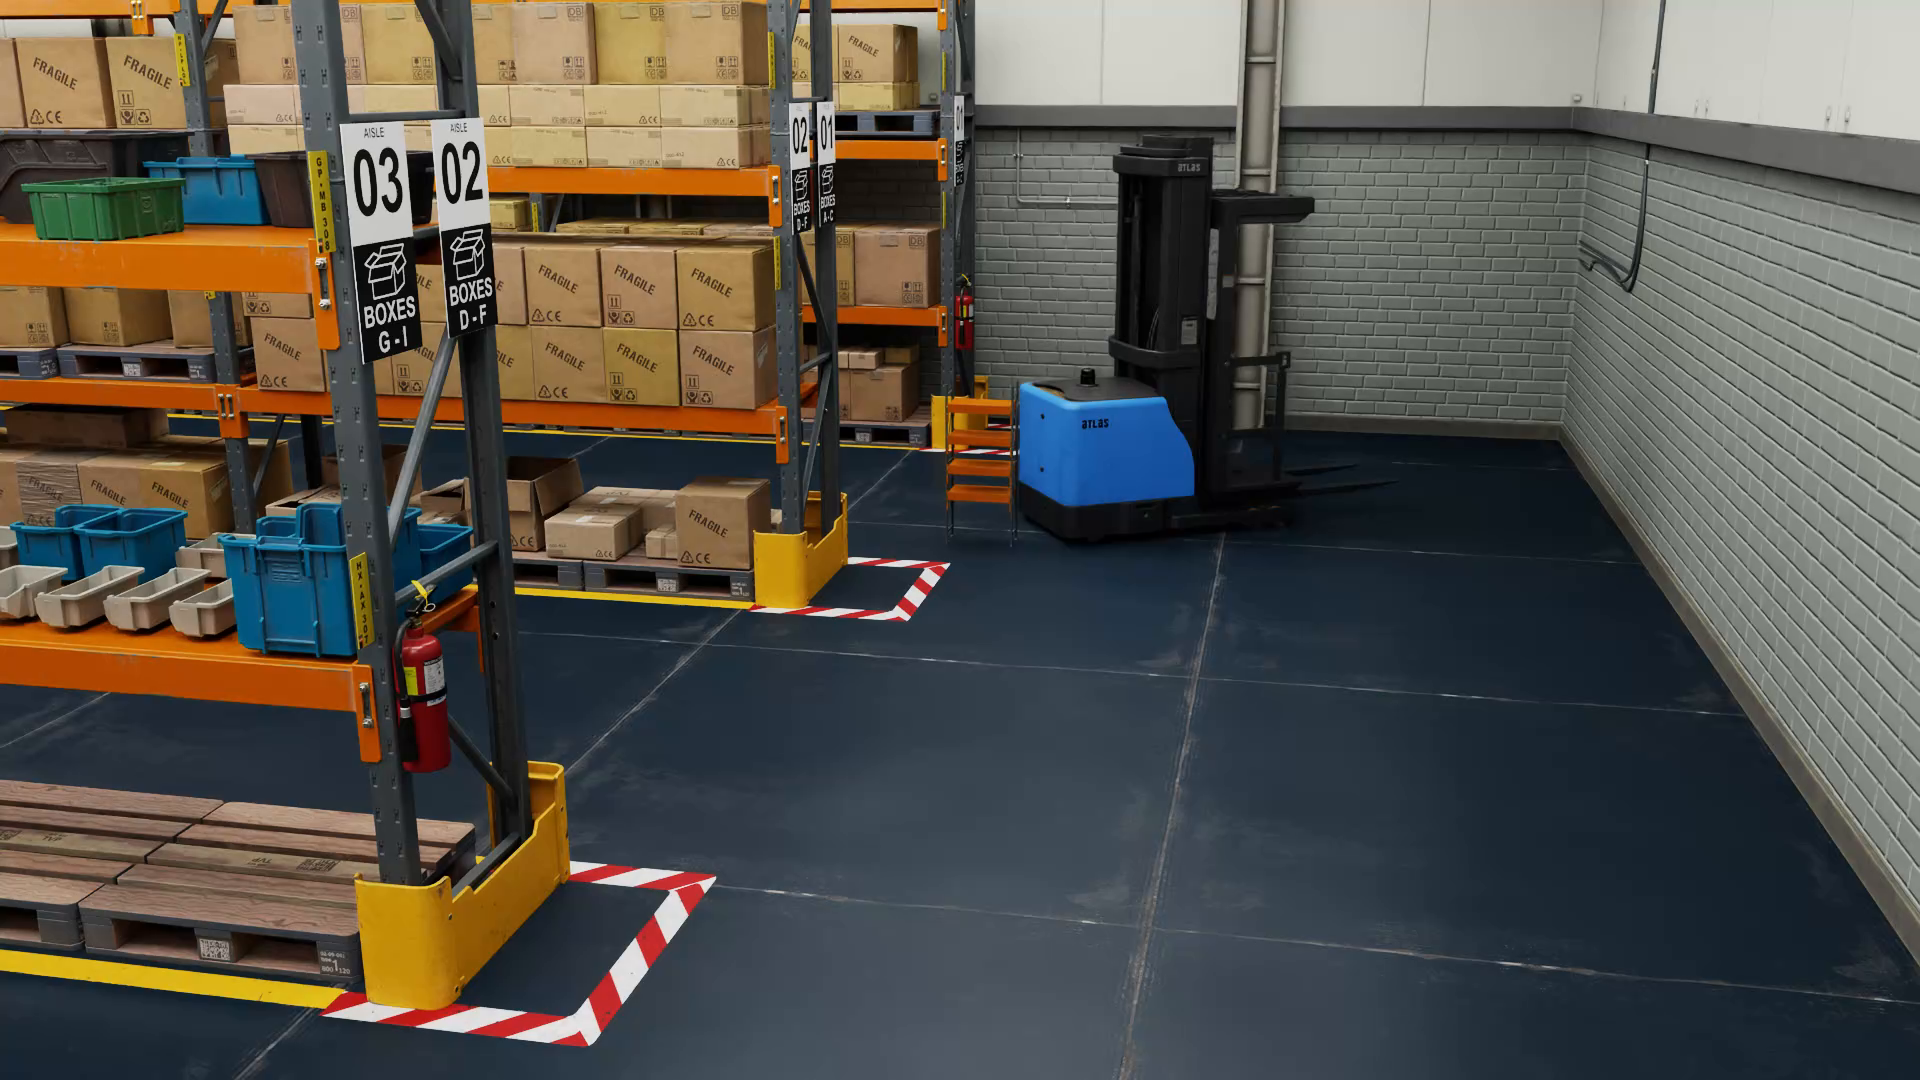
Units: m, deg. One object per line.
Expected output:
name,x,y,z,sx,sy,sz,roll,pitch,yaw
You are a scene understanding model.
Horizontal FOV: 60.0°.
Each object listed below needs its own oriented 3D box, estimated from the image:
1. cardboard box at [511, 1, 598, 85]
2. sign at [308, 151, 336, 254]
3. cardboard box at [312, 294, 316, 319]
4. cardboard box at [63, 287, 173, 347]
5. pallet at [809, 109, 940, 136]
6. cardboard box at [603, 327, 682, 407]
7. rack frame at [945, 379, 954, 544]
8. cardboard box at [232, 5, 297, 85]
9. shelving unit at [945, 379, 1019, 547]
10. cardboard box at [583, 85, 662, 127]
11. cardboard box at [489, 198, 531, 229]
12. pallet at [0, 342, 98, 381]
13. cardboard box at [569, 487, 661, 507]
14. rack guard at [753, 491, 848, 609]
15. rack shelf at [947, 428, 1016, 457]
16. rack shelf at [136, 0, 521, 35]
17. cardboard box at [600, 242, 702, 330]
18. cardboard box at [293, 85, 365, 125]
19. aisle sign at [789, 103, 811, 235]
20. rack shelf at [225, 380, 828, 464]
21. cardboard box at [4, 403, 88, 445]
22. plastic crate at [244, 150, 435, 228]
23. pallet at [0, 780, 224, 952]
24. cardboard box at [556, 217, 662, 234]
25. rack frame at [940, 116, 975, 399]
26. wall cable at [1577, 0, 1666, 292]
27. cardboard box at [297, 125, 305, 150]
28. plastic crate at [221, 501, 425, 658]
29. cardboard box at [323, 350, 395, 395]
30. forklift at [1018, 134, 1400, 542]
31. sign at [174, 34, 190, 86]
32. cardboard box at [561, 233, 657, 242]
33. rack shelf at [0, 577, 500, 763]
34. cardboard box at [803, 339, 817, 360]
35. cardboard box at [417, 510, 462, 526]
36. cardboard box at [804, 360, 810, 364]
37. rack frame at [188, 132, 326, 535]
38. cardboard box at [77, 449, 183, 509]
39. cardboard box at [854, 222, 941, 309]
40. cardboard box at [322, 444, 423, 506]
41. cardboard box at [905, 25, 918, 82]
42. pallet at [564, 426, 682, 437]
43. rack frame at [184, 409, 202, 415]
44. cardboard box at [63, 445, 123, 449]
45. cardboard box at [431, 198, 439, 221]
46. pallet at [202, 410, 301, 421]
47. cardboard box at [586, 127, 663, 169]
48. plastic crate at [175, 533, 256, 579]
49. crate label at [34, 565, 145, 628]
cardboard box,-2.491,-3.195,10.728,0.500,0.500,0.700,3,16,11
sign,-2.084,-1.104,5.435,0.005,0.325,0.100,3,16,11
cardboard box,-4.008,-1.766,11.187,0.500,0.500,0.500,3,16,9
cardboard box,-6.026,-1.716,12.094,0.500,0.500,0.700,6,16,20
pallet,-0.746,-3.885,15.444,1.213,0.211,1.003,3,16,11
cardboard box,-2.002,-1.176,10.933,0.500,0.500,0.500,3,16,12
rack frame,-0.077,-0.582,12.347,0.015,1.200,0.240,3,16,11
cardboard box,-4.436,-3.321,11.184,0.500,0.500,0.700,3,16,11
shelving unit,0.162,-0.569,12.300,0.503,1.200,0.258,3,16,11
cardboard box,-2.044,-2.750,10.527,0.500,0.250,0.500,3,16,11
cardboard box,-4.445,-3.178,16.160,0.500,0.250,0.500,4,16,12
pallet,-6.933,-1.380,12.214,1.213,0.211,1.003,3,16,11
cardboard box,-2.456,-0.192,11.894,0.500,0.250,0.500,3,16,11
rack guard,-1.074,0.052,11.369,0.348,0.500,1.175,3,16,11
rack shelf,0.162,-0.720,12.258,0.480,0.148,0.258,3,16,11
rack shelf,-5.896,-5.116,16.201,4.000,0.370,1.077,3,16,11
cardboard box,-1.986,-1.657,10.796,0.500,0.500,0.500,4,16,13
cardboard box,-4.002,-2.859,10.920,0.500,0.250,0.500,3,16,11
aisle sign,-0.994,-2.318,10.371,0.004,0.787,0.394,3,16,11
rack shelf,-2.960,-0.909,11.501,4.000,0.370,1.077,3,16,11
cardboard box,-6.817,-0.900,12.575,0.500,0.250,0.500,3,16,10
plastic crate,-2.313,-1.329,6.298,0.590,0.269,0.497,3,16,11
pallet,-3.983,1.371,7.147,1.213,0.211,1.003,3,16,11
cardboard box,-3.408,-2.769,16.308,0.700,0.700,0.980,3,16,12
rack frame,-0.017,-2.445,15.700,0.127,3.000,1.000,3,16,11
wall cable,5.455,-3.445,13.890,0.112,2.526,3.097,3,16,11
cardboard box,-4.003,-2.617,10.982,0.500,0.250,0.500,3,16,11
plastic crate,-2.356,0.132,6.219,0.499,0.435,0.616,3,16,11
cardboard box,-3.972,-1.285,11.325,0.500,0.500,0.500,3,16,12
forklift,2.012,-1.619,12.845,3.031,2.935,1.130,-6,16,-20
sign,-5.027,-3.101,10.742,0.005,0.325,0.100,3,16,11
cardboard box,-2.385,-1.825,11.402,0.500,0.500,0.500,3,16,12
rack shelf,-3.951,0.387,6.824,4.000,0.370,1.077,3,16,11
cardboard box,-1.551,-1.866,16.289,0.250,0.149,0.380,3,16,12
cardboard box,-3.702,-0.086,11.667,0.250,0.166,0.380,3,16,11
cardboard box,-1.706,-1.507,16.209,0.500,0.500,0.700,3,16,9
rack frame,-4.920,-1.362,11.789,0.127,3.000,1.000,3,16,11
cardboard box,-5.943,-0.349,11.991,0.500,0.500,0.500,3,16,11
cardboard box,-0.518,-2.614,15.748,0.700,0.700,0.980,4,16,14
cardboard box,-4.305,-0.413,12.223,0.500,0.500,0.500,3,16,11
cardboard box,-0.684,-4.532,15.518,0.500,0.500,0.500,2,16,9
pallet,-3.207,-1.253,16.620,1.213,0.211,1.003,3,16,11
rack frame,-7.856,-2.871,17.236,0.127,3.000,1.000,3,16,11
cardboard box,-6.358,-0.513,12.582,0.500,0.500,0.500,3,16,12
cardboard box,-4.944,-3.208,16.268,0.500,0.250,0.500,3,16,12
pallet,-7.099,-1.465,17.386,1.213,0.211,1.003,3,16,11
cardboard box,-2.044,-2.510,10.597,0.500,0.250,0.500,3,16,11
plastic crate,-3.130,0.071,6.999,0.298,0.136,0.250,3,16,11
crate label,-3.385,0.221,6.456,0.243,0.136,0.396,3,16,11
